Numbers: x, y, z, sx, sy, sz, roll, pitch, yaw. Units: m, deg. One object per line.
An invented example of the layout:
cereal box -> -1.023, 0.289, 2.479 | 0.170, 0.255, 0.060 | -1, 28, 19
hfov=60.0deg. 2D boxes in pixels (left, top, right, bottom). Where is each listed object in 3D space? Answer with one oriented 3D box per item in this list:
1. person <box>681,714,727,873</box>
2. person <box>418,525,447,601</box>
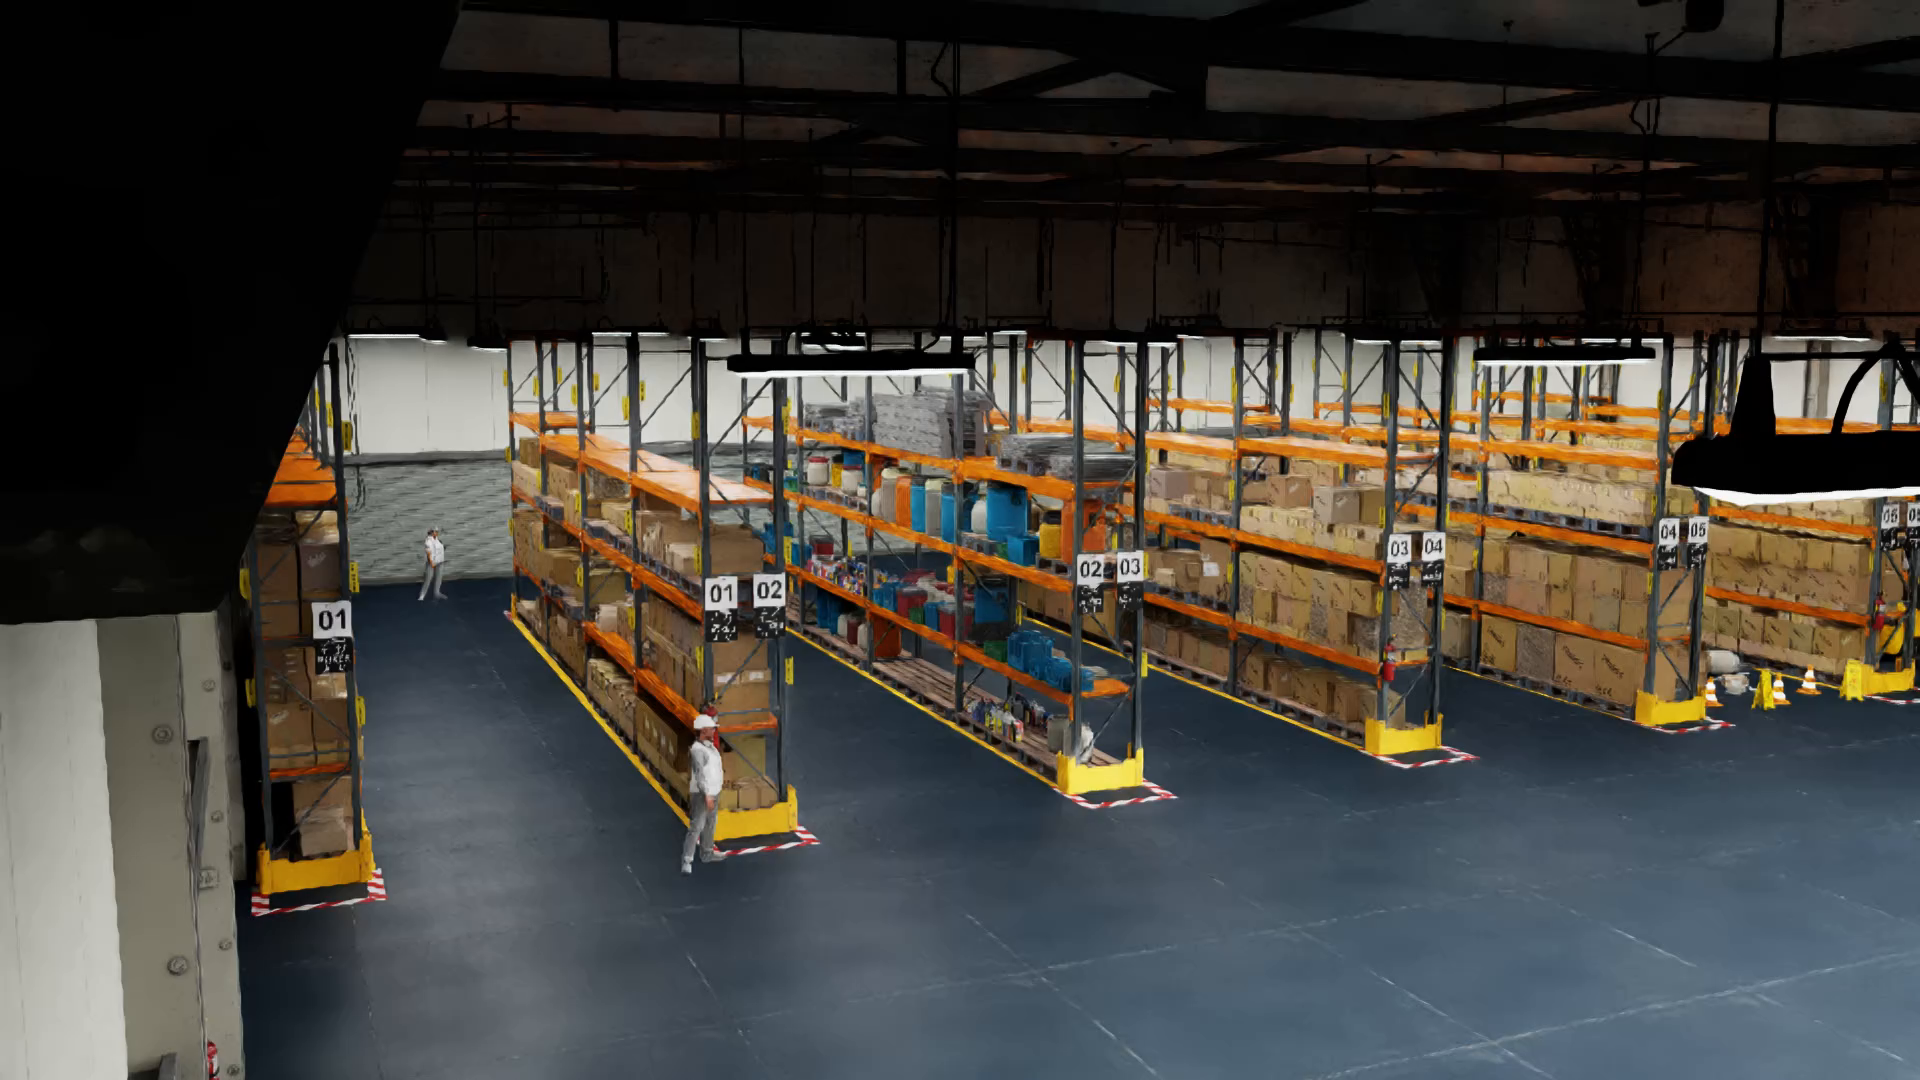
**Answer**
person -> -2.959, 2.881, 19.003 | 0.442, 1.774, 0.685 | 1, 8, 8
person -> -11.730, 0.512, 36.830 | 0.476, 1.662, 0.686 | 2, 8, 14
